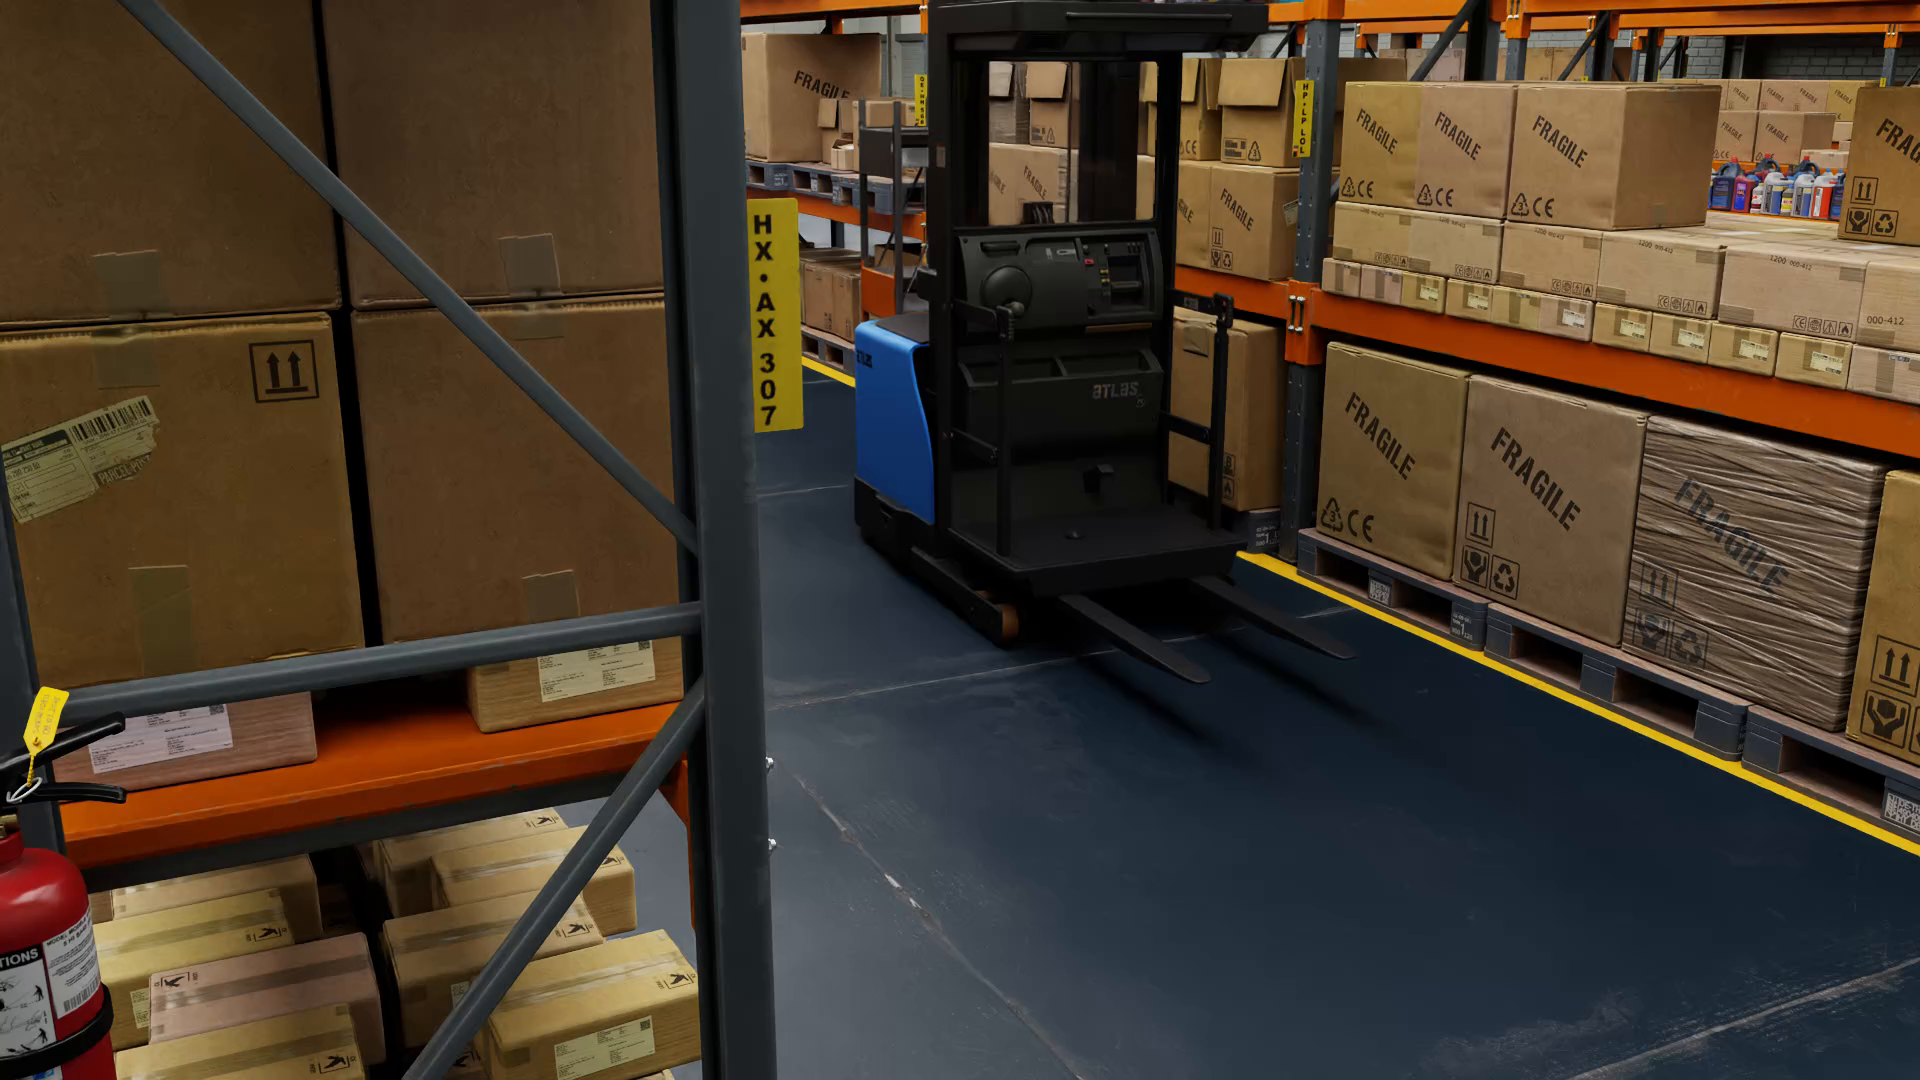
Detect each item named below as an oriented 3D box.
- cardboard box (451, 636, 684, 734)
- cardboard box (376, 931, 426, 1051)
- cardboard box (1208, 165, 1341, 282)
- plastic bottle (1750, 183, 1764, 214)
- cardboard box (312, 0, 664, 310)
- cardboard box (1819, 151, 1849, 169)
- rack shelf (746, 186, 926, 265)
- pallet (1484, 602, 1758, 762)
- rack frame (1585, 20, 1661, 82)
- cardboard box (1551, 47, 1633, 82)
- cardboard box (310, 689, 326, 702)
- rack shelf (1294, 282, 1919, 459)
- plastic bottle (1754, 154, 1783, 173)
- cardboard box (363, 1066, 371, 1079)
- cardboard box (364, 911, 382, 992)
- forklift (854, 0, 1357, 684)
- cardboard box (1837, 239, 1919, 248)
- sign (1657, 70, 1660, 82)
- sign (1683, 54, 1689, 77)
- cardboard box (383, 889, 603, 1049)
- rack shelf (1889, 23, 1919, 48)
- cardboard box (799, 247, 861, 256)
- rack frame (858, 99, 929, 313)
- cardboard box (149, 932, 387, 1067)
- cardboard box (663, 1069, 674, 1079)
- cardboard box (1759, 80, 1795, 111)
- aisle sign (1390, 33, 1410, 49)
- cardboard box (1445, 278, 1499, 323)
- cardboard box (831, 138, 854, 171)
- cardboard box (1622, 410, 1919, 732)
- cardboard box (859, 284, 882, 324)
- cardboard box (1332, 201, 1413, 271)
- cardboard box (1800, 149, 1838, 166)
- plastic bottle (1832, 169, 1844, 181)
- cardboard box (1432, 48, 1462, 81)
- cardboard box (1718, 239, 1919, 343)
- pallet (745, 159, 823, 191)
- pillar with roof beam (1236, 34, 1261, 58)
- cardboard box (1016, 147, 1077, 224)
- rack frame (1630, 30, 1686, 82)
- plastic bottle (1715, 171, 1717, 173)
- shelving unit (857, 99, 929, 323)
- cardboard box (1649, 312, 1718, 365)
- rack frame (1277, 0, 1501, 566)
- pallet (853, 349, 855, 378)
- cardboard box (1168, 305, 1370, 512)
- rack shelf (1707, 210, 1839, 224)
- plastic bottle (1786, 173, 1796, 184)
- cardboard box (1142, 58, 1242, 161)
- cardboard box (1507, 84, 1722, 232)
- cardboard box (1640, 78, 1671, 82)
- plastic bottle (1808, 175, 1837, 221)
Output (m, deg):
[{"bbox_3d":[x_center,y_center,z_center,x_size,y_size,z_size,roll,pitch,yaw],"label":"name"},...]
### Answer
[{"bbox_3d":[-0.606,0.170,2.675,0.380,0.149,0.250,-8,18,-25],"label":"cardboard box"},{"bbox_3d":[-1.014,0.909,3.512,0.380,0.149,0.250,-7,18,-24],"label":"cardboard box"},{"bbox_3d":[1.541,-1.528,7.955,0.500,0.500,0.500,-8,18,-25],"label":"cardboard box"},{"bbox_3d":[5.364,-2.290,11.154,0.097,0.201,0.097,0,16,0],"label":"plastic bottle"},{"bbox_3d":[-0.717,-0.646,2.529,0.500,0.500,0.500,-8,18,-25],"label":"cardboard box"},{"bbox_3d":[8.504,-3.653,15.999,0.380,0.149,0.250,-8,18,-25],"label":"cardboard box"},{"bbox_3d":[-0.637,-2.539,12.963,1.077,0.370,4.000,-8,18,-25],"label":"rack shelf"},{"bbox_3d":[2.793,0.445,6.319,1.003,0.211,1.213,-8,18,-25],"label":"pallet"},{"bbox_3d":[7.394,-4.576,18.760,1.000,3.000,0.127,-8,18,-25],"label":"rack frame"},{"bbox_3d":[7.194,-5.357,18.948,0.700,0.500,0.500,-8,18,-25],"label":"cardboard box"},{"bbox_3d":[-1.231,0.177,2.650,0.380,0.149,0.250,-8,18,-25],"label":"cardboard box"},{"bbox_3d":[2.868,-0.555,6.051,1.077,0.370,4.000,-8,18,-25],"label":"rack shelf"},{"bbox_3d":[5.785,-2.587,11.916,0.144,0.351,0.185,-8,18,-25],"label":"plastic bottle"},{"bbox_3d":[-1.313,1.027,3.101,0.380,0.149,0.250,-8,18,-26],"label":"cardboard box"},{"bbox_3d":[-1.215,0.925,3.995,0.380,0.149,0.250,-8,18,-25],"label":"cardboard box"},{"bbox_3d":[0.523,-1.122,6.846,1.130,2.935,3.031,-7,17,-22],"label":"forklift"},{"bbox_3d":[3.326,-0.880,5.613,0.500,0.250,0.500,-8,18,-27],"label":"cardboard box"},{"bbox_3d":[7.877,-5.163,18.848,0.100,0.325,0.005,-8,18,-25],"label":"sign"},{"bbox_3d":[10.600,-6.938,24.319,0.100,0.325,0.005,-8,18,-25],"label":"sign"},{"bbox_3d":[-0.912,0.827,3.259,0.380,0.149,0.250,-7,18,-24],"label":"cardboard box"},{"bbox_3d":[12.721,-5.776,18.807,1.077,0.370,4.000,-8,18,-25],"label":"rack shelf"},{"bbox_3d":[-1.263,-2.235,14.336,0.700,0.500,0.500,-9,18,-29],"label":"cardboard box"},{"bbox_3d":[-0.325,-1.229,8.727,0.400,2.100,0.015,-7,17,-22],"label":"rack frame"},{"bbox_3d":[-1.277,0.882,3.067,0.380,0.149,0.250,-7,18,-24],"label":"cardboard box"},{"bbox_3d":[-0.701,1.169,3.145,0.380,0.149,0.250,-7,18,-24],"label":"cardboard box"},{"bbox_3d":[10.925,-5.803,21.911,0.500,0.500,0.500,-8,18,-26],"label":"cardboard box"},{"bbox_3d":[5.877,-6.870,22.038,0.394,0.787,0.004,-8,18,-25],"label":"aisle sign"},{"bbox_3d":[2.170,-0.967,6.638,0.380,0.149,0.250,-8,18,-26],"label":"cardboard box"},{"bbox_3d":[-0.734,-2.907,12.423,0.396,0.266,0.258,-8,18,-26],"label":"cardboard box"},{"bbox_3d":[2.993,0.040,5.764,0.875,0.875,0.875,-8,18,-25],"label":"cardboard box"},{"bbox_3d":[-0.327,-1.698,12.464,0.700,0.500,0.500,-9,18,-29],"label":"cardboard box"},{"bbox_3d":[1.962,-1.319,7.143,0.500,0.250,0.500,-8,18,-26],"label":"cardboard box"},{"bbox_3d":[8.537,-3.773,16.417,0.380,0.149,0.250,-6,17,-21],"label":"cardboard box"},{"bbox_3d":[6.050,-2.413,11.455,0.097,0.271,0.097,0,16,0],"label":"plastic bottle"},{"bbox_3d":[6.314,-5.855,20.682,0.700,0.500,0.500,-8,18,-25],"label":"cardboard box"},{"bbox_3d":[2.848,-0.816,5.388,0.500,0.250,0.500,-8,18,-27],"label":"cardboard box"},{"bbox_3d":[-1.309,-3.081,13.897,1.003,0.211,1.213,-8,18,-25],"label":"pallet"},{"bbox_3d":[2.050,-11.438,31.793,9.100,9.000,0.400,-8,18,-25],"label":"pillar with roof beam"},{"bbox_3d":[0.663,-2.029,9.702,0.500,0.500,0.500,-8,18,-26],"label":"cardboard box"},{"bbox_3d":[10.093,-6.168,24.306,1.000,3.000,0.127,-8,18,-25],"label":"rack frame"},{"bbox_3d":[5.601,-2.634,12.352,0.097,0.201,0.097,0,16,0],"label":"plastic bottle"},{"bbox_3d":[-0.228,-1.167,8.512,0.431,2.100,0.503,-7,17,-22],"label":"shelving unit"},{"bbox_3d":[2.623,-0.712,5.748,0.380,0.149,0.250,-7,18,-24],"label":"cardboard box"},{"bbox_3d":[1.992,-1.397,7.679,1.000,3.000,0.127,-8,18,-25],"label":"rack frame"},{"bbox_3d":[-0.102,-1.242,12.196,1.003,0.211,1.213,-8,18,-25],"label":"pallet"},{"bbox_3d":[1.693,-0.733,8.459,1.225,0.875,0.875,-8,18,-25],"label":"cardboard box"},{"bbox_3d":[5.568,-2.145,11.592,1.077,0.370,4.000,-8,18,-25],"label":"rack shelf"},{"bbox_3d":[5.543,-2.318,11.124,0.097,0.271,0.097,0,16,0],"label":"plastic bottle"},{"bbox_3d":[1.414,-2.256,8.674,0.797,0.503,0.637,-7,18,-24],"label":"cardboard box"},{"bbox_3d":[2.413,-1.427,6.158,0.500,0.500,0.500,-8,18,-27],"label":"cardboard box"},{"bbox_3d":[10.032,-6.311,23.681,0.500,0.500,0.500,-8,18,-25],"label":"cardboard box"},{"bbox_3d":[5.600,-2.210,10.738,0.152,0.276,0.135,-8,18,-25],"label":"plastic bottle"}]
